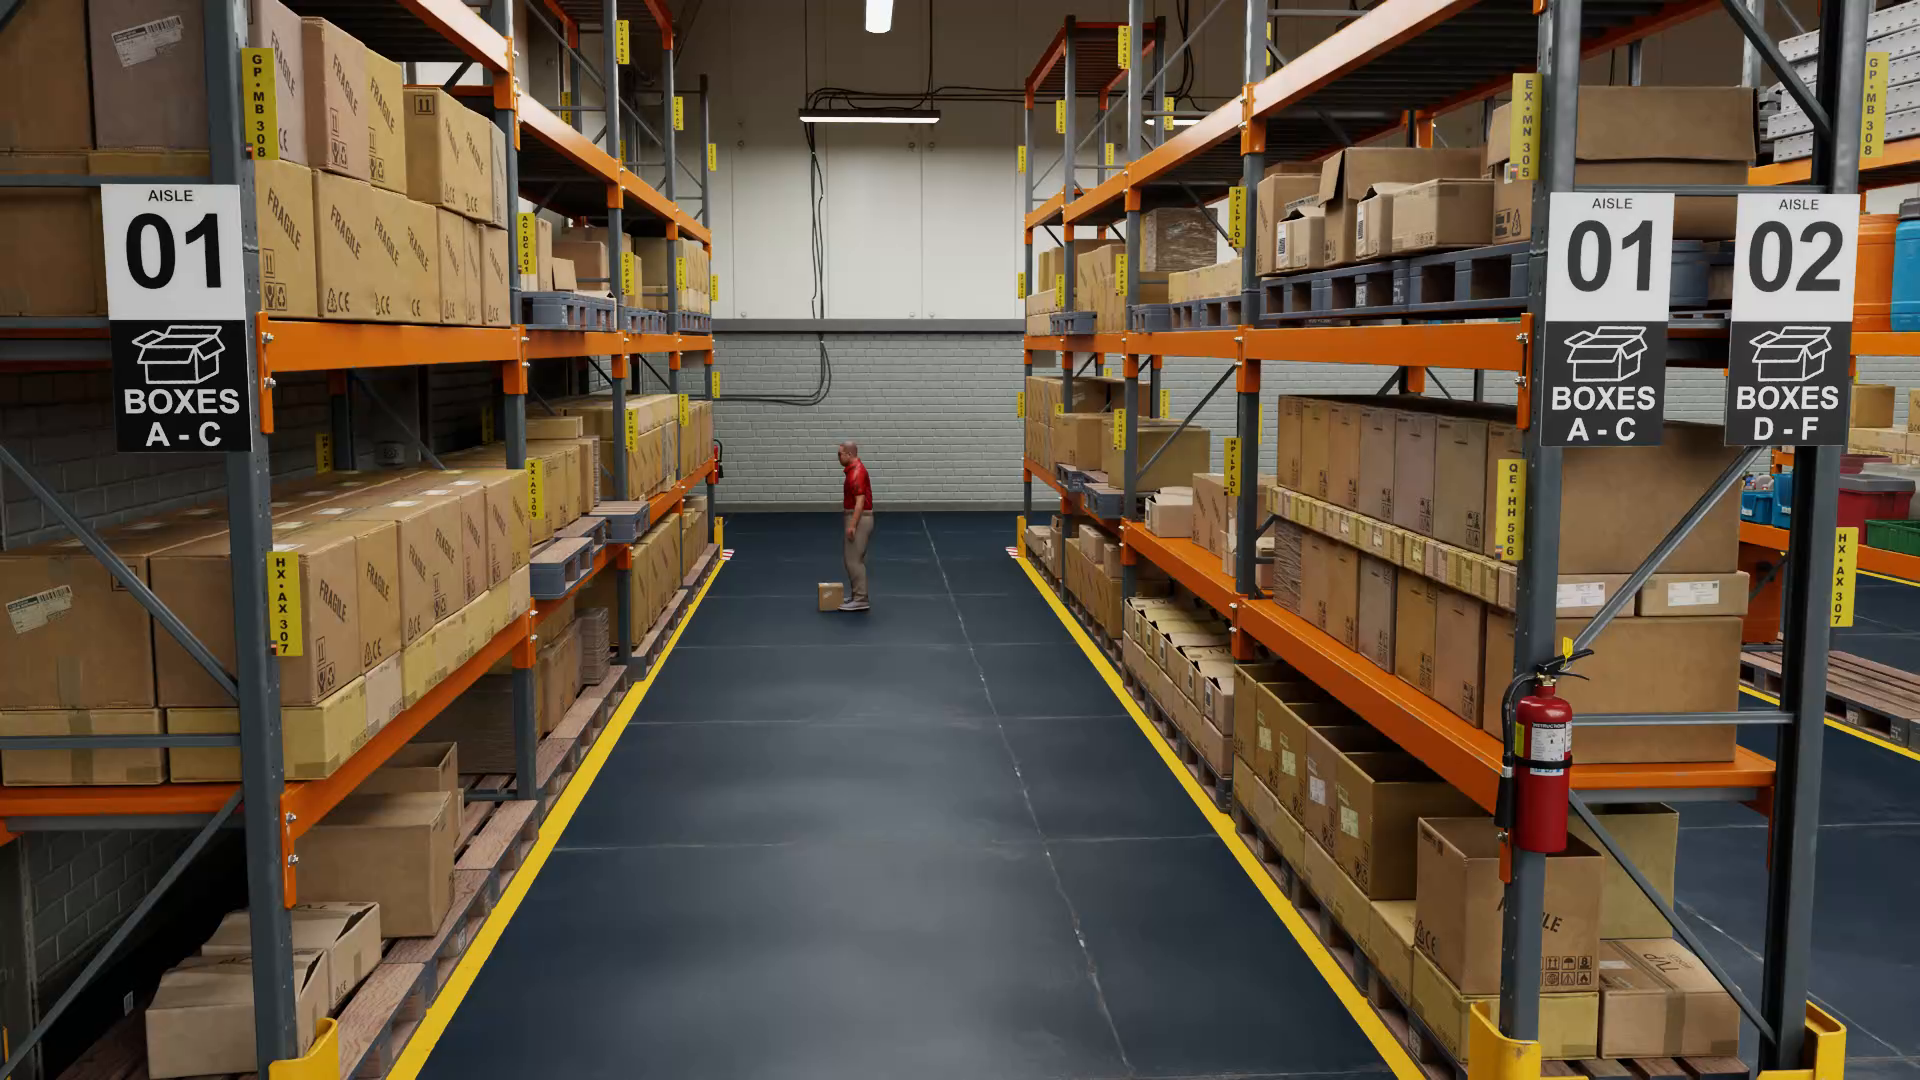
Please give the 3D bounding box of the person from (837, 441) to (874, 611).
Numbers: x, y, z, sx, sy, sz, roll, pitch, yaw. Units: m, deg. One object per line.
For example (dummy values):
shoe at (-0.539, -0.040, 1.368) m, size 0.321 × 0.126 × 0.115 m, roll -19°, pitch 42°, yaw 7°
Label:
person at (-1.080, -0.154, 17.089) m, size 0.390 × 1.727 × 0.585 m, roll 0°, pitch 7°, yaw -4°
